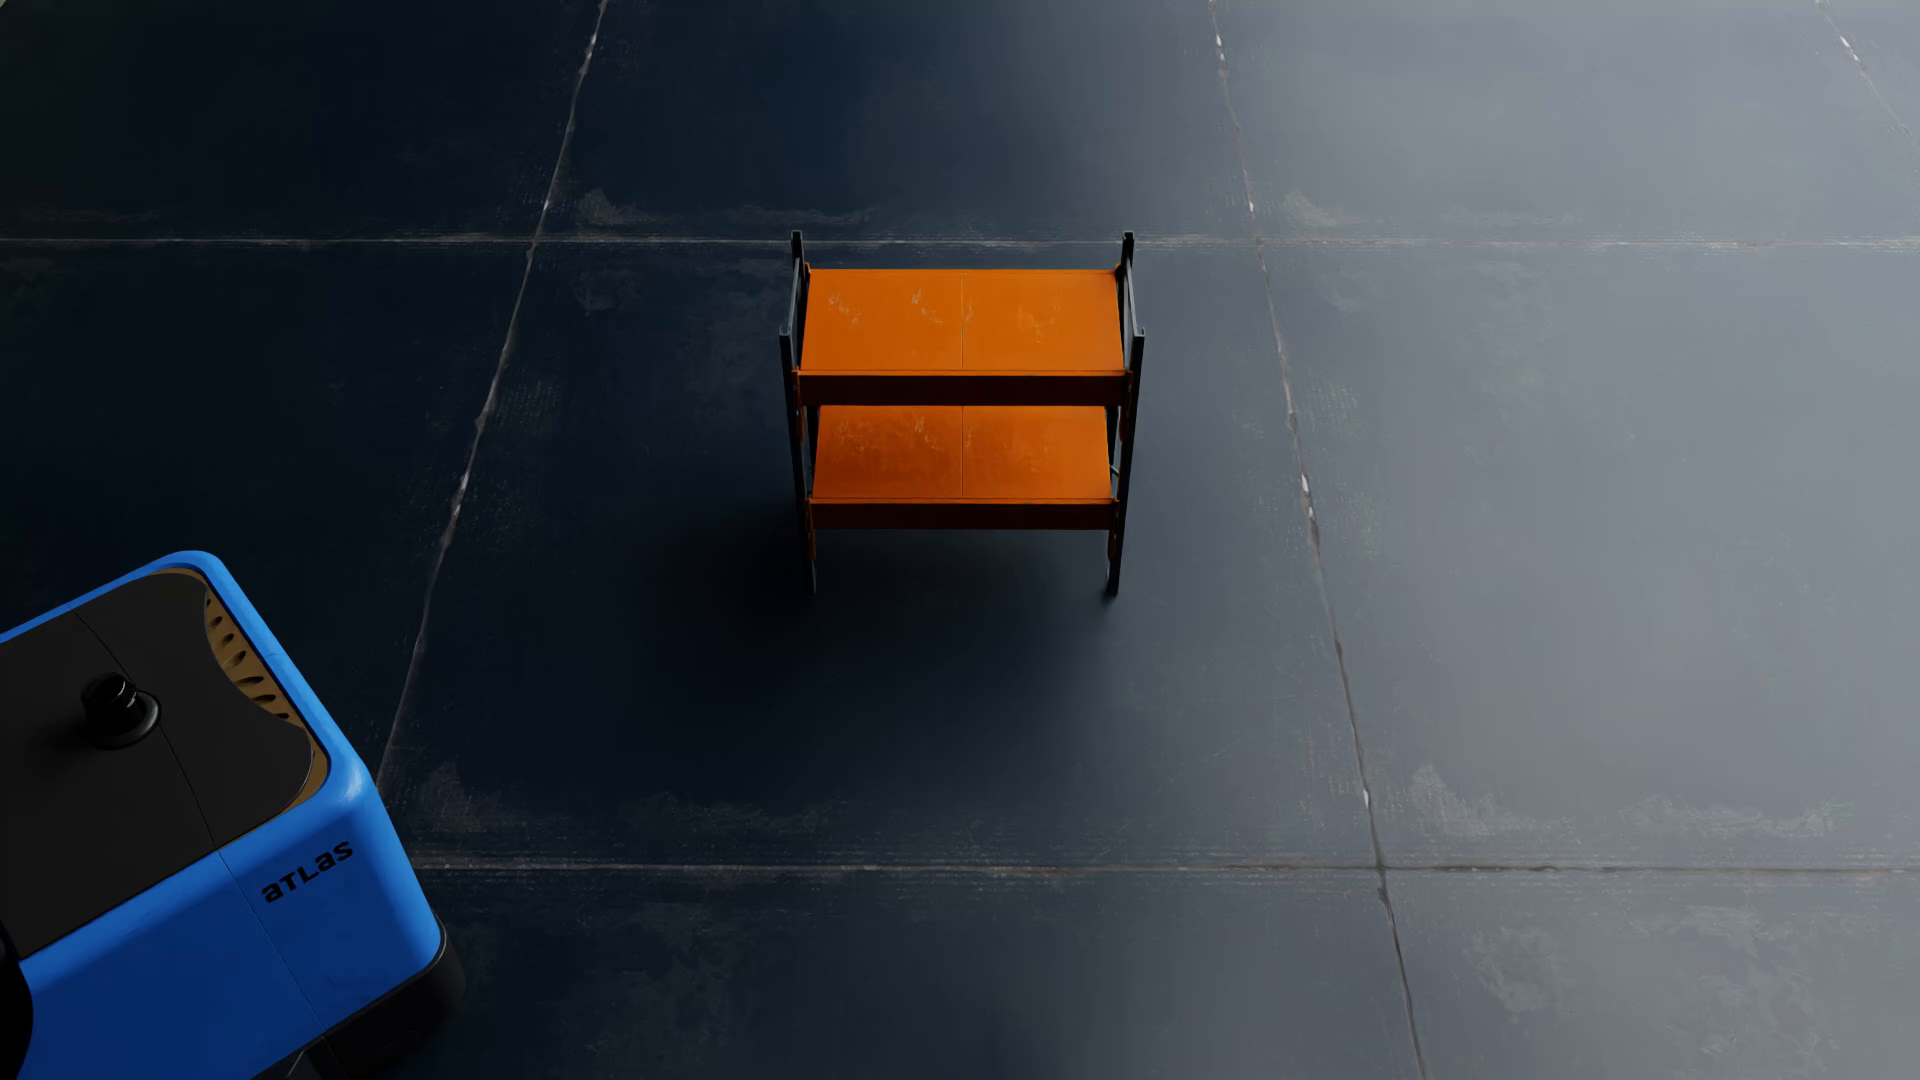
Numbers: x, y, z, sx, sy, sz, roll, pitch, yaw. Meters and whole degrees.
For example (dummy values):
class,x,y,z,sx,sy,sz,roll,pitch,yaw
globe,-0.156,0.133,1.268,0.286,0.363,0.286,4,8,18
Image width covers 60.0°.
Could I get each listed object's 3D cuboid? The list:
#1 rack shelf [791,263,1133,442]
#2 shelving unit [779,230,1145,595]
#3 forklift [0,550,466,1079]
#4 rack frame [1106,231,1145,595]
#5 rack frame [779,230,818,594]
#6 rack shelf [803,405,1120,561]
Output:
class,x,y,z,sx,sy,sz,roll,pitch,yaw
rack shelf,0.007,-0.583,5.124,1.000,0.278,0.538,0,47,0
shelving unit,0.007,-0.383,5.338,1.048,1.125,0.538,0,47,0
forklift,-2.801,0.692,3.104,3.031,2.935,1.130,-31,54,-26
rack frame,0.515,-0.382,5.337,0.032,1.125,0.500,0,47,0
rack frame,-0.502,-0.385,5.340,0.032,1.125,0.500,0,47,0
rack shelf,0.007,-0.217,5.517,1.000,0.278,0.538,0,47,0
